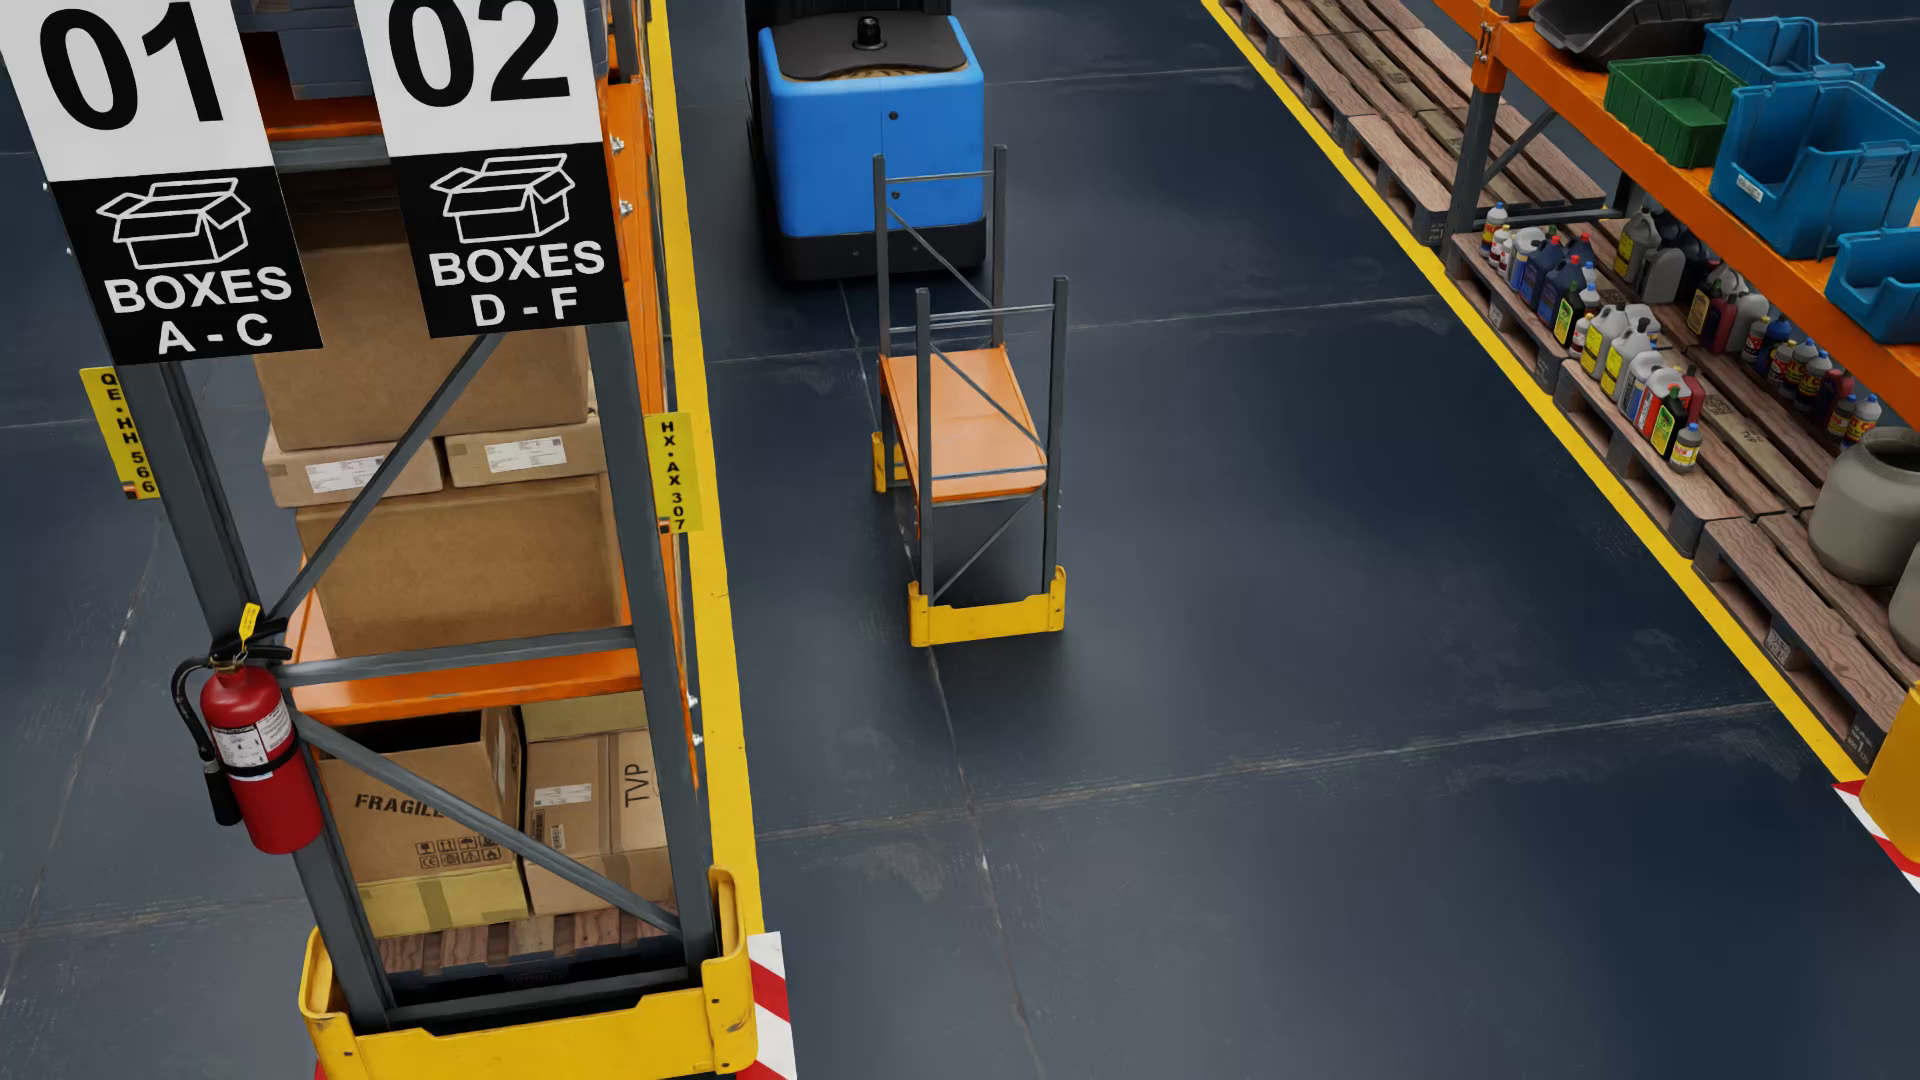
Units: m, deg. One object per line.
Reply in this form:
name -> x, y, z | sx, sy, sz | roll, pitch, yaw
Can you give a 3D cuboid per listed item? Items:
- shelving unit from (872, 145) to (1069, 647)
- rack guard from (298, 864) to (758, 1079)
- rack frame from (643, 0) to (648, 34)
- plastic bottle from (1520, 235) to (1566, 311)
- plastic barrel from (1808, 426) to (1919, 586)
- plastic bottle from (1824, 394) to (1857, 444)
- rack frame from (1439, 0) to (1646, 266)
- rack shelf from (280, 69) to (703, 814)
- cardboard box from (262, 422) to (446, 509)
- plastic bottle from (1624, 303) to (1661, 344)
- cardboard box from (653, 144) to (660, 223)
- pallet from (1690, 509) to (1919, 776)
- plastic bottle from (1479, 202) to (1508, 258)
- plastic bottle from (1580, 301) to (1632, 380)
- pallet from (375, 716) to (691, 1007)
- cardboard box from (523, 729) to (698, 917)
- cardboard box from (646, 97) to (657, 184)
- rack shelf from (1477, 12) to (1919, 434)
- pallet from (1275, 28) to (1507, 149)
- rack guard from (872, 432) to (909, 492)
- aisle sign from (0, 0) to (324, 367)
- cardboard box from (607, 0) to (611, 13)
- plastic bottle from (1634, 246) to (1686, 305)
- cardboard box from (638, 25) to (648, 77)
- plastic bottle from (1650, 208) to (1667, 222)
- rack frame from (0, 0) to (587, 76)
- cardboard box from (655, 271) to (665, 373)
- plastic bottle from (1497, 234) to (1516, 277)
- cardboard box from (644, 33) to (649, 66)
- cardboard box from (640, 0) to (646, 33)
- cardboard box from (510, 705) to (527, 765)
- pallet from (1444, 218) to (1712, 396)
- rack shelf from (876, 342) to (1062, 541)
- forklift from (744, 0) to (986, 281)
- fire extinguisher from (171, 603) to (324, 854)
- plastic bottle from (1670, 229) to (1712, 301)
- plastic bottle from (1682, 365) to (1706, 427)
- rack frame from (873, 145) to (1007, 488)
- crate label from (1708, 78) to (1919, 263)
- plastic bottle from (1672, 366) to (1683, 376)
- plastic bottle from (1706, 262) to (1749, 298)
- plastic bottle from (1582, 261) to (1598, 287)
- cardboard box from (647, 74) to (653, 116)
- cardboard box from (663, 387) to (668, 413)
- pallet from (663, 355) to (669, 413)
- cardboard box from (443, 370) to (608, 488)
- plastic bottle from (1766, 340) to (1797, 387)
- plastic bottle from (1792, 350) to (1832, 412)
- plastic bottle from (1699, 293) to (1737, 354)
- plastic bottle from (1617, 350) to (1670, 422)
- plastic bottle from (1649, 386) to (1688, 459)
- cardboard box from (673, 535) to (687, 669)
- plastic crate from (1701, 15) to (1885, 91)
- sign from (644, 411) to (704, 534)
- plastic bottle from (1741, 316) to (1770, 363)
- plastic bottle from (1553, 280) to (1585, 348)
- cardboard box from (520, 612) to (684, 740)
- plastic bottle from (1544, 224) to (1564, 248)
shelving unit -> 0.013, -0.546, 6.231 | 0.587, 1.500, 1.083 | -6, 38, -8
rack guard -> -1.182, 1.283, 4.691 | 1.175, 0.500, 0.348 | -6, 38, -8
rack frame -> -2.589, -4.551, 10.162 | 1.000, 3.000, 0.127 | -6, 38, -8
plastic bottle -> 2.722, -1.261, 7.728 | 0.144, 0.351, 0.185 | -5, 38, -7
plastic barrel -> 3.412, -0.125, 6.151 | 0.421, 0.512, 0.421 | 0, 38, 0
plastic bottle -> 3.661, -0.509, 6.882 | 0.097, 0.201, 0.097 | 0, 38, 0
rack frame -> 2.989, -2.665, 7.735 | 1.000, 3.000, 0.127 | -6, 38, -8
rack shelf -> -1.537, -0.642, 5.718 | 1.077, 0.370, 4.000 | -6, 38, -8
cardboard box -> -1.441, -0.224, 3.984 | 0.380, 0.149, 0.250 | -7, 38, -9
plastic bottle -> 2.971, -0.891, 7.314 | 0.152, 0.276, 0.135 | -6, 38, -8
cardboard box -> -1.803, -1.794, 8.513 | 0.500, 0.250, 0.500 | -5, 38, -7
pallet -> 3.494, 0.320, 6.166 | 1.003, 0.211, 1.213 | -6, 38, -8
plastic bottle -> 2.614, -1.522, 8.129 | 0.097, 0.271, 0.097 | 0, 38, 0
plastic bottle -> 2.830, -0.890, 7.251 | 0.144, 0.351, 0.185 | -7, 38, -8
pallet -> -1.362, 0.925, 5.387 | 1.003, 0.211, 1.213 | -6, 38, -8
cardboard box -> -1.062, 0.854, 5.105 | 0.500, 0.250, 0.500 | -6, 38, -8
cardboard box -> -1.798, -2.015, 8.341 | 0.500, 0.311, 0.500 | -7, 38, -8
rack shelf -> 3.340, -1.173, 6.401 | 1.077, 0.370, 4.000 | -6, 38, -8
pallet -> 2.596, -2.772, 10.147 | 1.003, 0.211, 1.213 | -6, 38, -8
rack guard -> -0.074, -0.353, 7.001 | 0.587, 0.250, 0.087 | -6, 38, -8
aisle sign -> -1.464, -0.674, 3.053 | 0.394, 0.787, 0.004 | -6, 38, -8
cardboard box -> -1.842, -2.593, 7.847 | 0.380, 0.149, 0.250 | -6, 38, -8
plastic bottle -> 3.278, -1.258, 7.786 | 0.152, 0.276, 0.135 | -6, 38, -8
cardboard box -> -1.986, -2.641, 9.146 | 0.500, 0.311, 0.500 | -5, 38, -7
plastic bottle -> 3.398, -1.511, 8.105 | 0.061, 0.283, 0.133 | -4, 38, -6
rack frame -> -1.187, -2.088, 2.102 | 1.000, 3.000, 0.127 | -6, 38, -8
cardboard box -> -1.591, -0.958, 7.437 | 0.500, 0.250, 0.500 | -6, 38, -8
plastic bottle -> 2.649, -1.371, 7.992 | 0.097, 0.201, 0.097 | 0, 38, 0
cardboard box -> -2.163, -3.028, 10.102 | 0.500, 0.250, 0.500 | -7, 38, -8
cardboard box -> -2.157, -3.249, 9.929 | 0.500, 0.311, 0.500 | -7, 38, -9
cardboard box -> -1.671, 0.609, 5.421 | 0.500, 0.250, 0.500 | -6, 38, -8
pallet -> 3.066, -1.154, 8.063 | 1.003, 0.211, 1.213 | -6, 38, -8
rack shelf -> 0.015, -0.399, 6.334 | 0.538, 0.185, 1.000 | -6, 38, -8
forklift -> -0.633, -3.351, 8.674 | 1.130, 2.935, 3.031 | -6, 38, -8
fire extinguisher -> -1.623, 0.433, 3.810 | 0.296, 0.674, 0.183 | -6, 38, -8
plastic bottle -> 3.420, -1.319, 7.803 | 0.144, 0.351, 0.185 | -8, 39, -10
plastic bottle -> 3.025, -0.579, 6.906 | 0.061, 0.283, 0.133 | -6, 38, -8
rack frame -> -0.074, -0.848, 6.619 | 0.500, 1.500, 0.032 | -6, 38, -8
crate label -> 3.102, -1.346, 6.008 | 0.502, 0.435, 0.616 | -6, 38, -8
plastic bottle -> 3.015, -0.644, 7.056 | 0.097, 0.201, 0.097 | 0, 38, 0
plastic bottle -> 3.476, -1.124, 7.552 | 0.144, 0.351, 0.185 | -6, 38, -8
plastic bottle -> 2.867, -1.155, 7.657 | 0.097, 0.271, 0.097 | 0, 38, 0
cardboard box -> -1.985, -2.414, 9.311 | 0.500, 0.250, 0.500 | -6, 38, -7
cardboard box -> -1.411, -0.355, 6.660 | 0.500, 0.250, 0.500 | -6, 38, -8
pallet -> -1.790, -0.549, 7.284 | 1.003, 0.211, 1.213 | -6, 38, -8
cardboard box -> -1.043, -0.274, 4.048 | 0.380, 0.149, 0.250 | -6, 38, -8
plastic bottle -> 3.585, -0.774, 7.223 | 0.097, 0.201, 0.097 | 0, 38, 0
plastic bottle -> 3.620, -0.681, 7.047 | 0.097, 0.271, 0.097 | 0, 38, 0
plastic bottle -> 3.396, -0.987, 7.431 | 0.061, 0.283, 0.133 | -6, 38, -8
plastic bottle -> 2.896, -0.648, 7.001 | 0.152, 0.276, 0.135 | -7, 38, -9
plastic bottle -> 2.899, -0.481, 6.779 | 0.061, 0.283, 0.133 | -5, 38, -7
cardboard box -> -1.240, 0.250, 5.882 | 0.500, 0.250, 0.500 | -6, 38, -8
plastic crate -> 3.451, -1.967, 6.958 | 0.499, 0.251, 0.616 | -6, 38, -8
sign -> -0.639, -0.148, 3.725 | 0.100, 0.325, 0.005 | -6, 38, -8
plastic bottle -> 3.549, -0.898, 7.383 | 0.097, 0.201, 0.097 | 0, 38, 0
plastic bottle -> 2.743, -1.016, 7.468 | 0.061, 0.283, 0.133 | -5, 38, -6
cardboard box -> -1.151, 0.256, 5.264 | 0.500, 0.500, 0.500 | -6, 38, -8
plastic bottle -> 2.802, -1.346, 7.893 | 0.061, 0.283, 0.133 | -6, 38, -8
